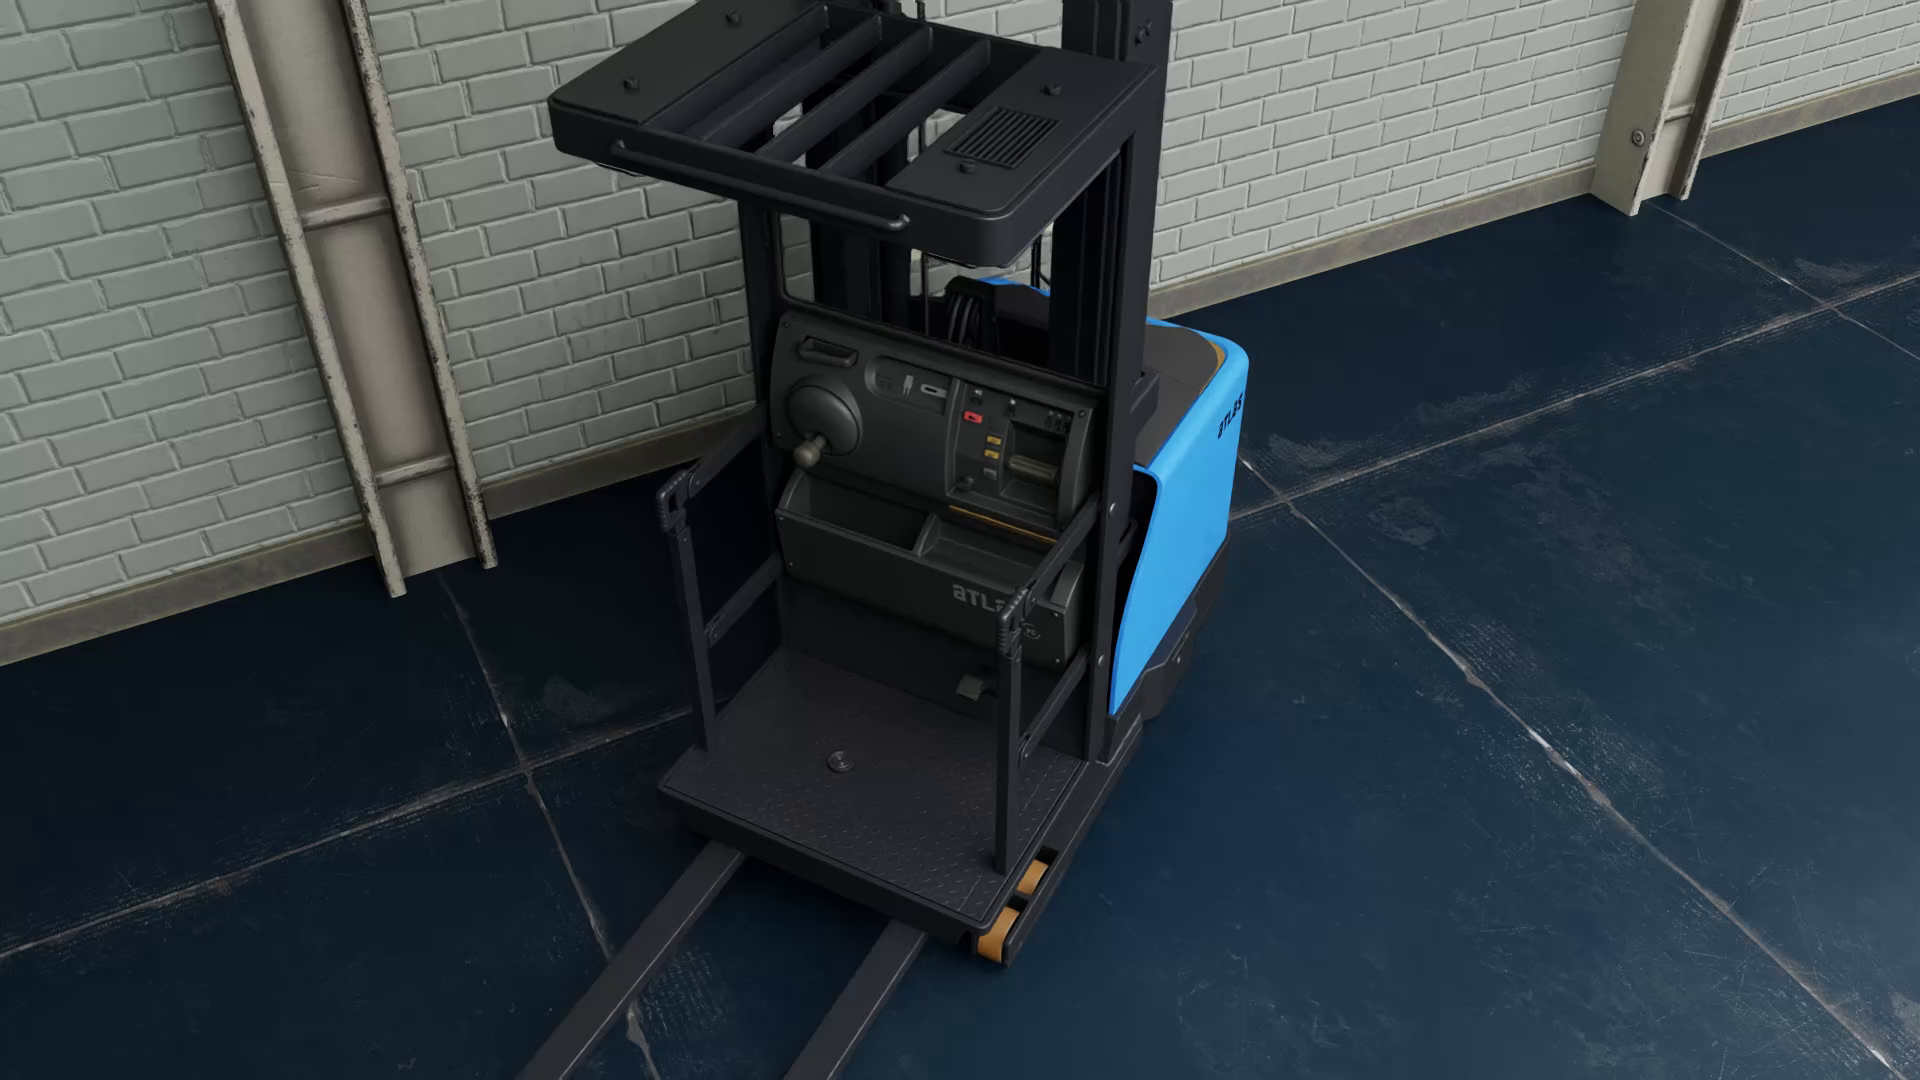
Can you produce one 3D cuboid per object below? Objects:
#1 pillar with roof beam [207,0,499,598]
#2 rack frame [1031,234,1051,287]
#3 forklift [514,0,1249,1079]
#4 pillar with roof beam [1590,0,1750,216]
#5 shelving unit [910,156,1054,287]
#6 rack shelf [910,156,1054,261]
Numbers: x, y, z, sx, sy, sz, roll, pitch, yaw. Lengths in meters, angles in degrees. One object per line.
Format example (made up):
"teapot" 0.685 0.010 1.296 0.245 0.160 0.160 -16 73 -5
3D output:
"pillar with roof beam" 0.040 -0.905 0.354 0.400 9.000 9.100 -19 44 -21
"rack frame" 0.359 -0.923 6.179 0.023 1.500 0.400 -15 43 -17
"forklift" -0.190 -0.234 4.258 1.130 2.935 3.031 19 44 21
"pillar with roof beam" 5.361 -2.696 2.469 0.400 9.000 9.100 -19 44 -21
"shelving unit" 0.022 -0.831 6.071 0.755 1.500 0.431 -15 43 -17
"rack shelf" 0.022 -1.129 5.819 0.720 0.370 0.431 -15 43 -17
